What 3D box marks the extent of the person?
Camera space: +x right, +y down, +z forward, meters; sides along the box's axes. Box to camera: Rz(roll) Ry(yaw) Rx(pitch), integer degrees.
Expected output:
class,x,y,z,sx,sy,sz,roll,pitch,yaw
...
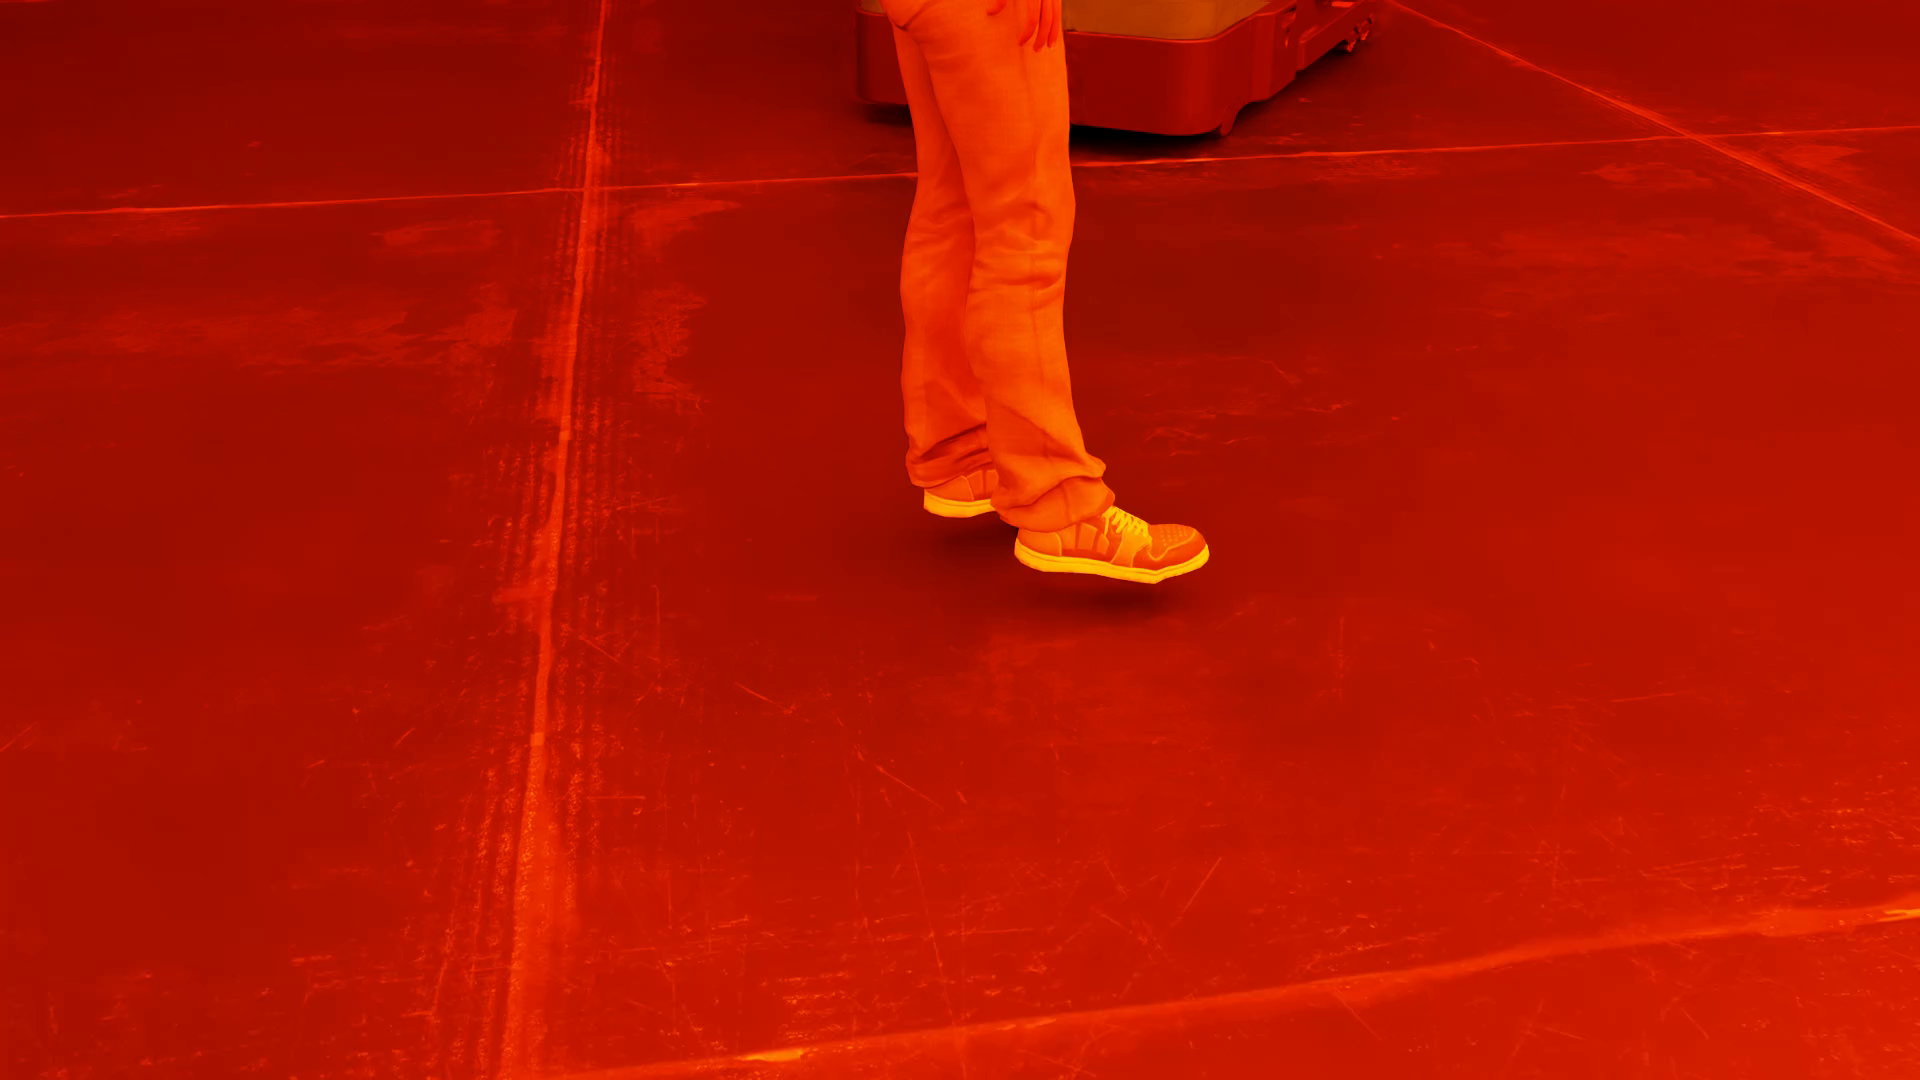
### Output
class,x,y,z,sx,sy,sz,roll,pitch,yaw
person,0.075,-0.747,2.102,0.475,1.597,0.520,-5,28,-9

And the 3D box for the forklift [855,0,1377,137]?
class,x,y,z,sx,sy,sz,roll,pitch,yaw
forklift,0.792,-3.014,5.054,1.130,2.935,3.031,12,30,22
